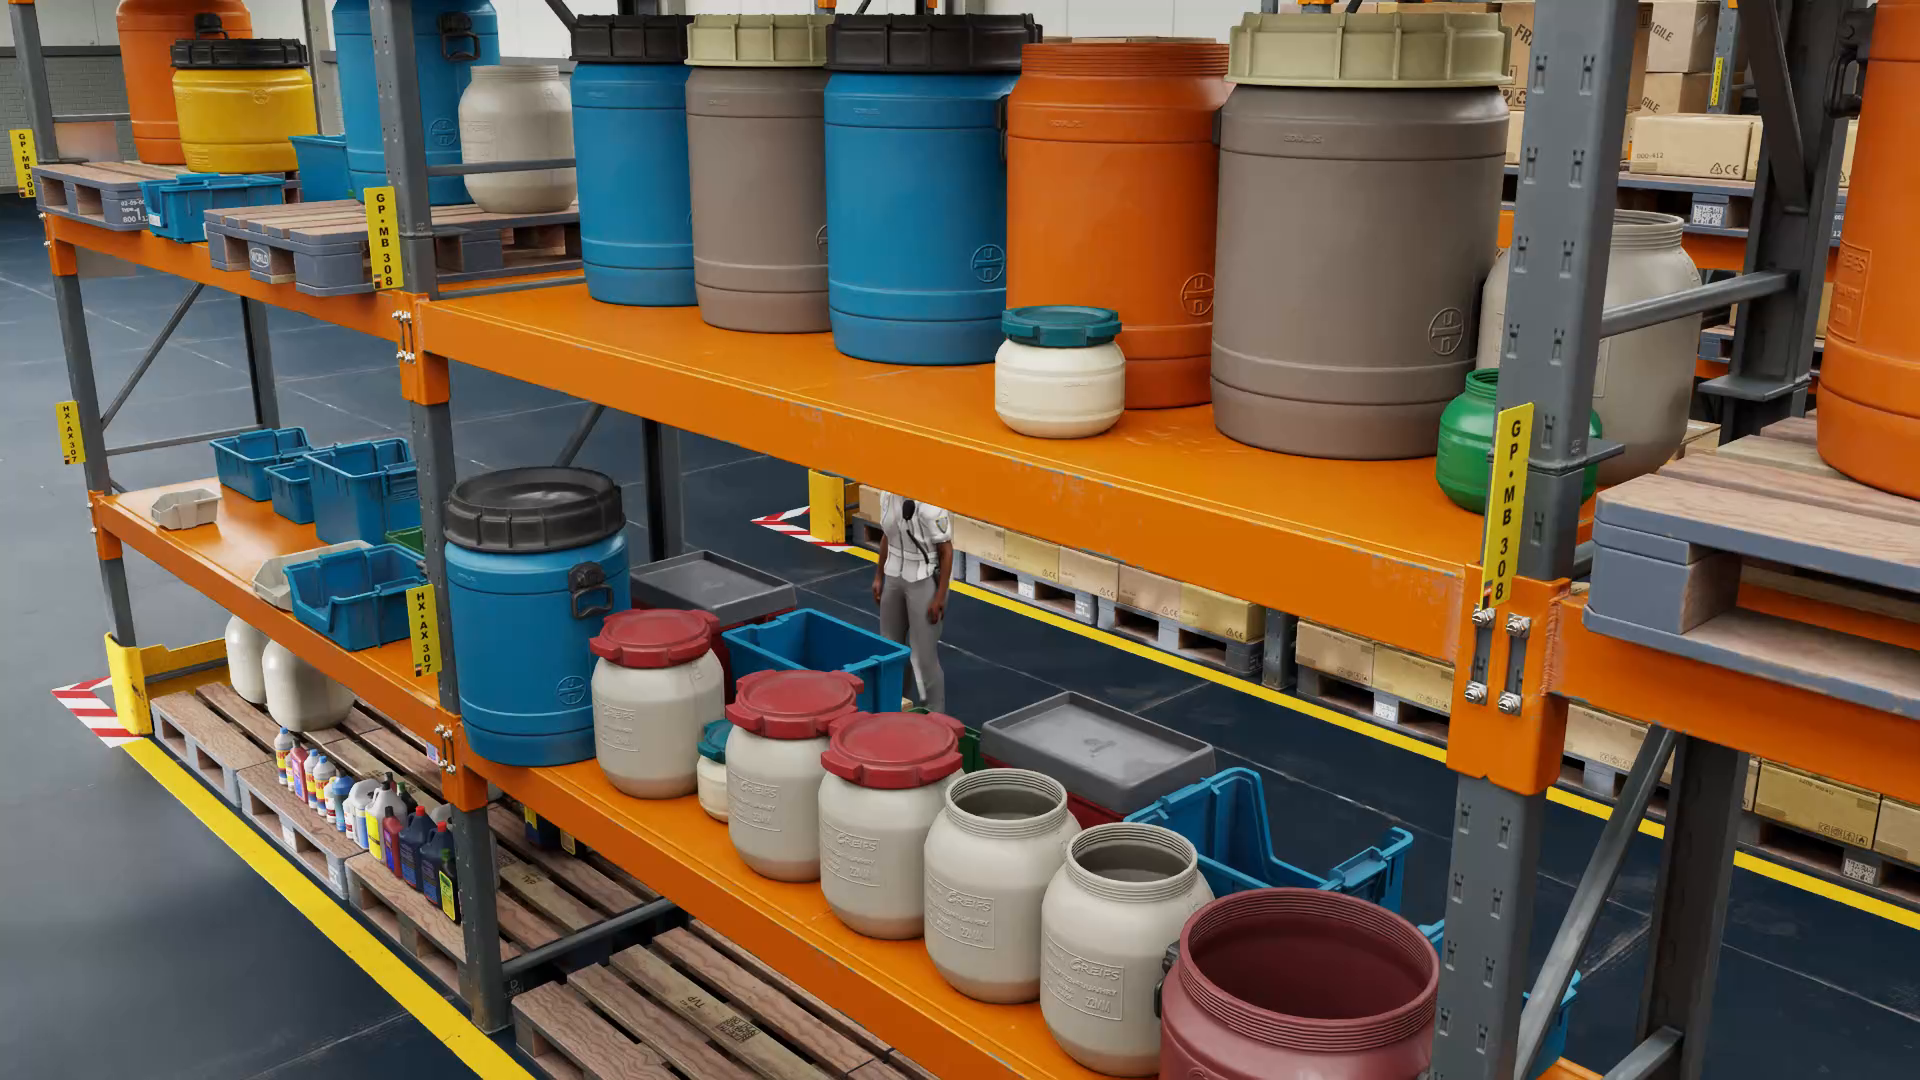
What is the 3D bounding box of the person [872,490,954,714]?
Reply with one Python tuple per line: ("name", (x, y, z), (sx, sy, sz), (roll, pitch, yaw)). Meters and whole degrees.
("person", (-0.258, 0.245, 8.762), (0.531, 1.664, 0.391), (16, 24, 41))
